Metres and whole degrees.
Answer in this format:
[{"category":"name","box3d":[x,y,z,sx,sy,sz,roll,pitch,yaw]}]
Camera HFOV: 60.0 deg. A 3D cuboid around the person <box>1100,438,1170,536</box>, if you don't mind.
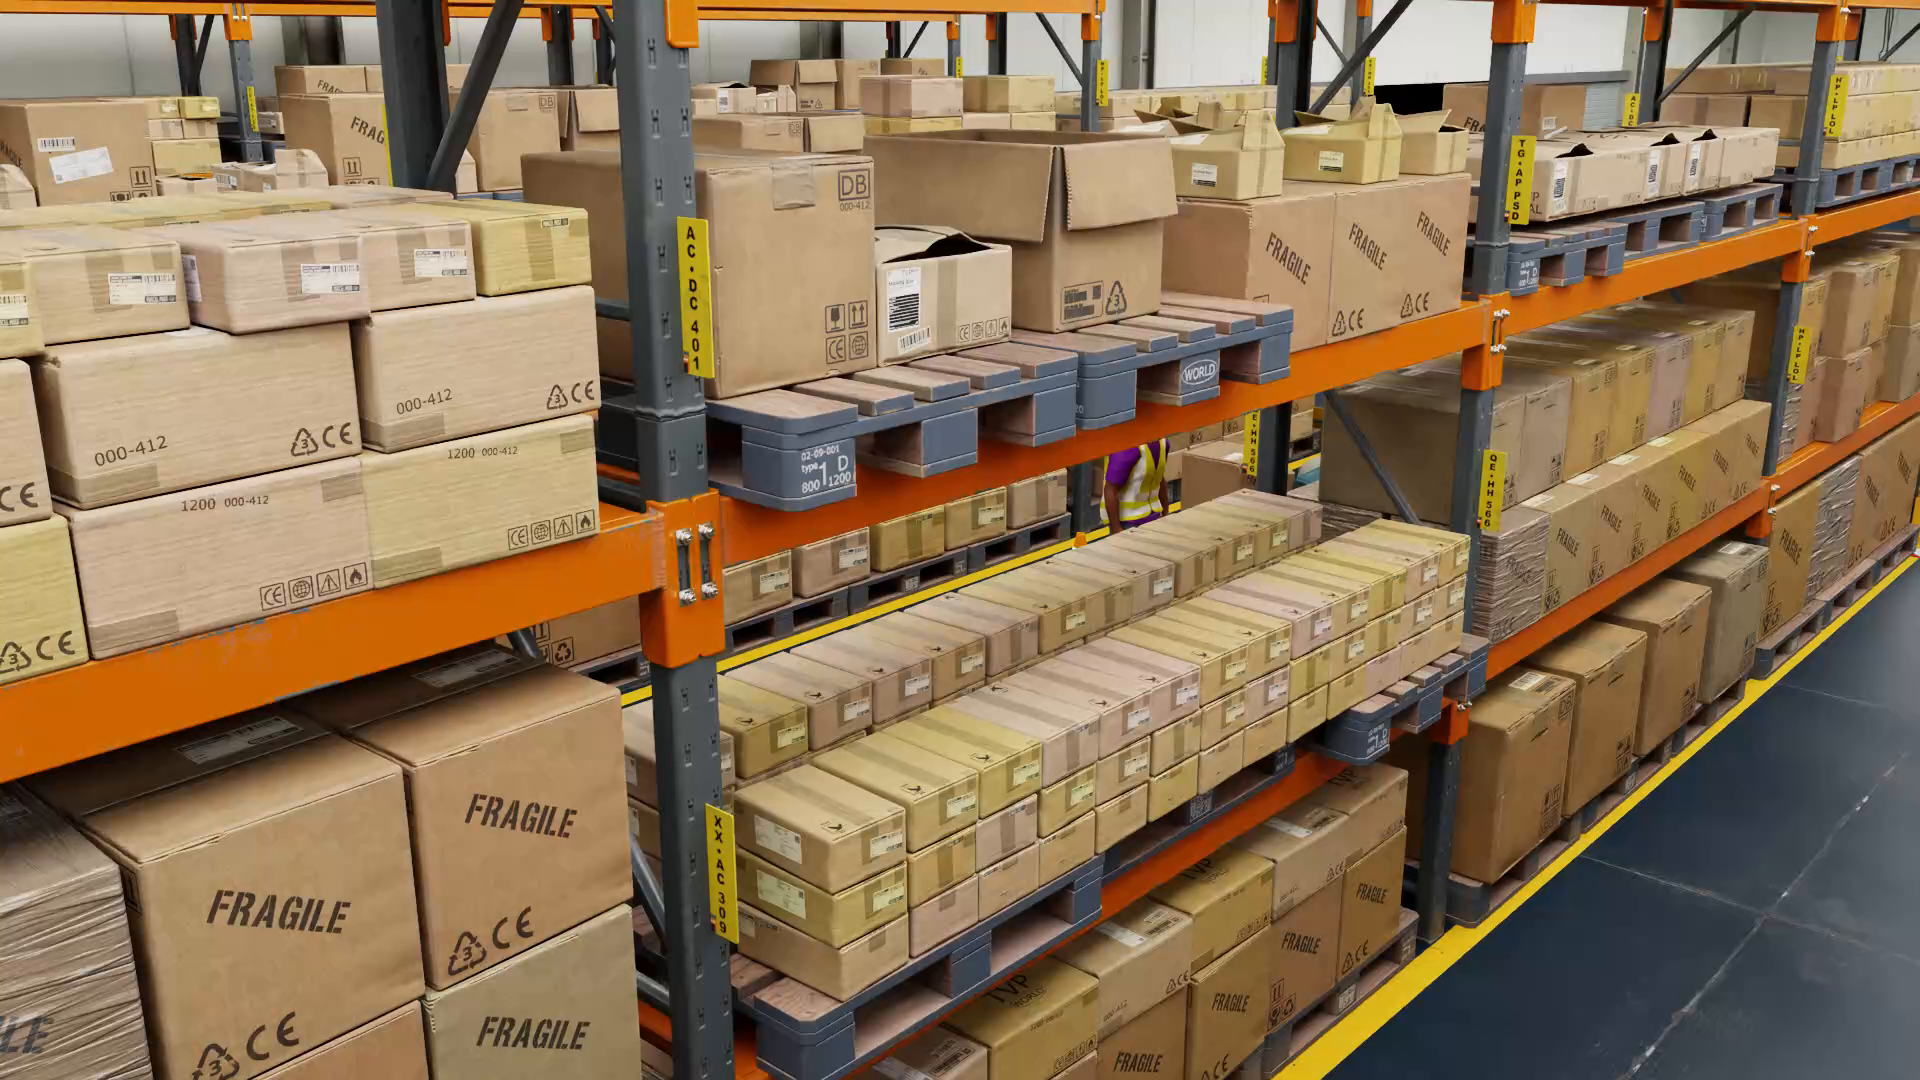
[{"category":"person","box3d":[1.124,-0.118,10.398,0.455,1.761,0.637,13,21,37]}]
